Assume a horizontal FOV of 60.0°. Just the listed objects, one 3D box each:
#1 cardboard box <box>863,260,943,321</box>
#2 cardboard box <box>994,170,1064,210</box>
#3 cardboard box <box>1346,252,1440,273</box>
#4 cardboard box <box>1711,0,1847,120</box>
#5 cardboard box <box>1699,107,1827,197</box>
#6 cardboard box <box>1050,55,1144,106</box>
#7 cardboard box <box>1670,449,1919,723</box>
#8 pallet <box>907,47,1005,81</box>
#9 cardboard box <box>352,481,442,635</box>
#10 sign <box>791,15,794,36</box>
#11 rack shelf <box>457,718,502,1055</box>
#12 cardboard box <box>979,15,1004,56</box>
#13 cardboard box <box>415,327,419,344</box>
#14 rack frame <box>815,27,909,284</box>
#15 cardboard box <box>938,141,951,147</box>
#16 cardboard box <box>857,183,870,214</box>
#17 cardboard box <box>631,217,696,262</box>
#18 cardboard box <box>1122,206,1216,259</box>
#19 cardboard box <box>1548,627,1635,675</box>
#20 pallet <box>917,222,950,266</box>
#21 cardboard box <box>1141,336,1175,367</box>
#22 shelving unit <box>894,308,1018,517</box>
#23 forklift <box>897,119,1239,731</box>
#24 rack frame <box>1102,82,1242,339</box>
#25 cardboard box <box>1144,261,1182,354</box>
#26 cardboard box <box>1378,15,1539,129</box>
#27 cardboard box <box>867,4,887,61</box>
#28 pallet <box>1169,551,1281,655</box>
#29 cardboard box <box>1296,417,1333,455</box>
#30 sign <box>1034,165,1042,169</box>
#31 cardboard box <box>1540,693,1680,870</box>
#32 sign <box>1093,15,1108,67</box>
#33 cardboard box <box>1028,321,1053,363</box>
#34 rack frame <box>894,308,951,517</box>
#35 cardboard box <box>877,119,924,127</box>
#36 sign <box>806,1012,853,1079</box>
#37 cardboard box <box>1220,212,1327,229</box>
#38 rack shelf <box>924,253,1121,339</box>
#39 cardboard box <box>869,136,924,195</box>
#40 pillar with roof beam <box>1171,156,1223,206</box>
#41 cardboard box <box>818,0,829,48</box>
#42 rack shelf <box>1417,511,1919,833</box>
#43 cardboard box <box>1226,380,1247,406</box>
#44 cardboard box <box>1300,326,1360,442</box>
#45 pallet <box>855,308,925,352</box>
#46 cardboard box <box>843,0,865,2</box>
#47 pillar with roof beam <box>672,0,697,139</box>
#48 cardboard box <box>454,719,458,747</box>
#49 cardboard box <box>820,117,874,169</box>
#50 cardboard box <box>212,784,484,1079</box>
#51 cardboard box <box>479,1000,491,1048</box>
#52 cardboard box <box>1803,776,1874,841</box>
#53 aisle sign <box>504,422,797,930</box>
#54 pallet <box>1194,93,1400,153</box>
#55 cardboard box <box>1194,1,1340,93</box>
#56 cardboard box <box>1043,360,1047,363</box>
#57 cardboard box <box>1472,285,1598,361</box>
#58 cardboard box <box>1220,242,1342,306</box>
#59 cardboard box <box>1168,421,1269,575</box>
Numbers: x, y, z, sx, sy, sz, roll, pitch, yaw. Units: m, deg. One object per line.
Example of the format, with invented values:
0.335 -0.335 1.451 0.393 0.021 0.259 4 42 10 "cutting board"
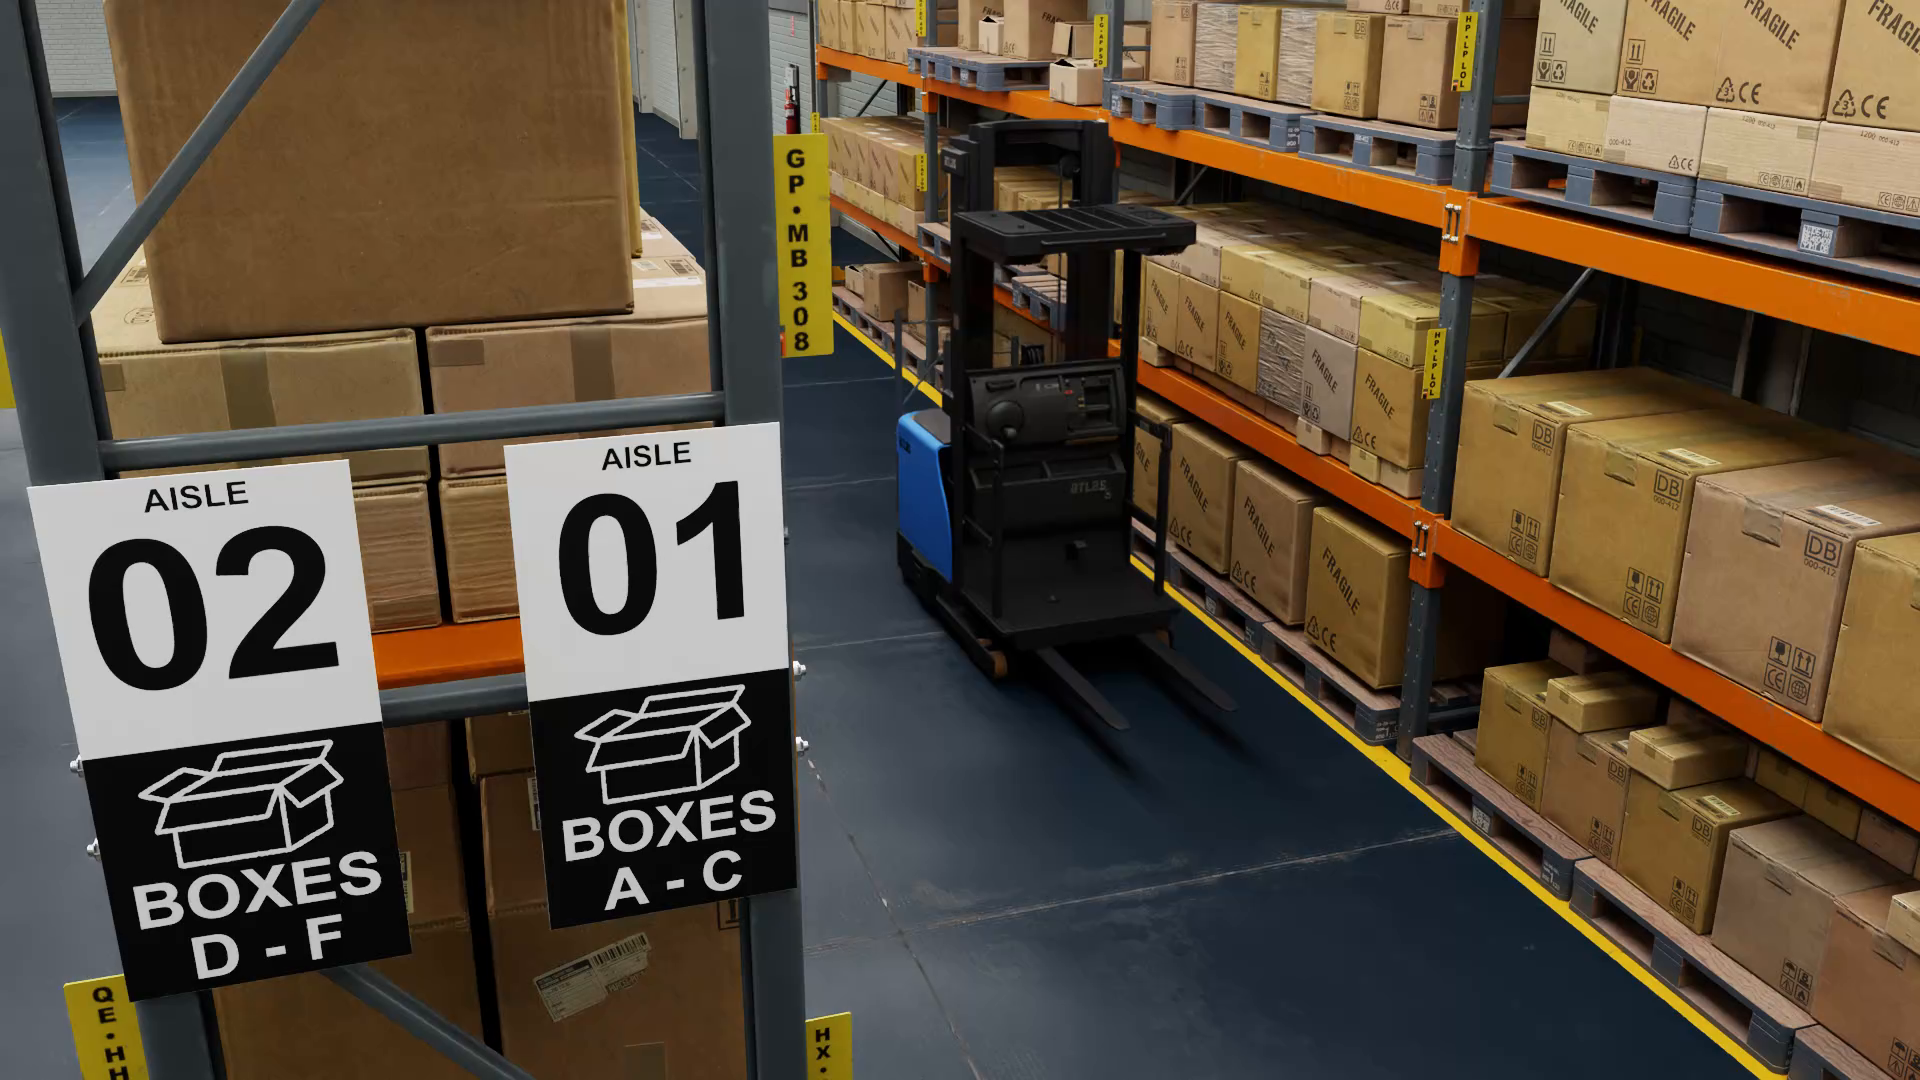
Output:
-0.587 -2.586 17.227 0.700 0.500 0.500 -8 21 -21 "cardboard box"
0.472 -2.835 14.072 0.700 0.500 0.500 -4 20 -12 "cardboard box"
2.460 -1.412 9.185 0.500 0.250 0.500 -7 21 -19 "cardboard box"
2.976 -1.718 5.669 0.500 0.500 0.500 -6 21 -17 "cardboard box"
2.972 -1.367 5.801 0.500 0.250 0.500 -7 21 -19 "cardboard box"
0.950 -3.225 11.624 0.500 0.311 0.500 -6 21 -17 "cardboard box"
3.308 0.142 6.141 0.980 0.700 0.700 -7 21 -20 "cardboard box"
0.269 -4.041 14.071 1.213 0.211 1.003 -6 21 -17 "pallet"
-1.166 -0.027 2.839 0.500 0.250 0.500 -6 21 -17 "cardboard box"
-2.575 -7.905 25.558 0.001 0.298 0.199 -6 21 -17 "sign"
-1.383 1.148 4.848 1.077 0.370 4.000 -6 21 -17 "rack shelf"
0.465 -4.113 13.504 0.500 0.311 0.500 -6 21 -15 "cardboard box"
-1.468 -0.584 3.651 0.500 0.250 0.500 -6 21 -17 "cardboard box"
-1.081 -4.211 18.703 1.000 3.000 0.127 -6 21 -17 "rack frame"
0.067 -3.559 15.970 0.500 0.500 0.500 -7 21 -18 "cardboard box"
-0.742 -3.468 16.826 0.500 0.250 0.500 -6 21 -17 "cardboard box"
-0.819 -0.479 3.358 0.500 0.250 0.500 -6 21 -17 "cardboard box"
1.340 -2.011 10.851 0.500 0.250 0.500 -6 21 -16 "cardboard box"
2.971 0.497 7.714 0.380 0.149 0.250 -7 21 -18 "cardboard box"
0.278 -2.576 14.436 1.003 0.211 1.213 -6 21 -17 "pallet"
1.391 -1.229 10.742 0.380 0.149 0.250 -6 21 -16 "cardboard box"
-0.039 -0.741 11.262 0.538 1.500 1.048 -7 21 -19 "shelving unit"
0.576 -0.756 9.187 1.130 2.935 3.031 -7 21 -19 "forklift"
1.433 -1.644 11.556 1.000 3.000 0.127 -6 21 -17 "rack frame"
1.499 -1.488 10.505 0.500 0.500 0.500 -6 21 -15 "cardboard box"
2.518 -2.320 8.202 0.700 0.500 0.500 -8 21 -20 "cardboard box"
-0.575 -4.869 15.920 0.500 0.500 0.500 -7 21 -19 "cardboard box"
1.989 0.320 10.212 1.003 0.211 1.213 -6 21 -17 "pallet"
2.036 -0.575 8.921 0.380 0.149 0.250 -6 21 -17 "cardboard box"
0.702 -3.532 15.101 0.100 0.325 0.005 -6 21 -17 "sign"
2.983 1.031 7.185 0.700 0.500 0.500 -7 21 -18 "cardboard box"
0.917 -3.242 10.803 0.100 0.325 0.005 -6 21 -17 "sign"
0.871 -1.607 13.391 0.500 0.250 0.500 -6 21 -17 "cardboard box"
-0.211 -0.903 11.712 0.500 1.500 0.032 -7 21 -19 "rack frame"
-0.583 -4.212 17.788 0.500 0.500 0.500 -6 21 -16 "cardboard box"
-0.239 0.986 2.954 0.100 0.325 0.005 -6 21 -17 "sign"
1.981 -1.909 10.566 0.500 0.250 0.500 -7 21 -19 "cardboard box"
0.804 -1.947 13.464 1.077 0.370 4.000 -6 21 -17 "rack shelf"
-0.577 -3.660 16.253 0.500 0.500 0.500 -7 21 -19 "cardboard box"
-2.241 -4.519 10.685 9.100 9.000 0.400 -6 21 -17 "pillar with roof beam"
-1.214 -5.545 17.803 0.500 0.500 0.500 -6 21 -16 "cardboard box"
3.319 0.620 6.317 1.077 0.370 4.000 -6 21 -17 "rack shelf"
1.809 -0.914 9.865 0.380 0.149 0.250 -6 21 -17 "cardboard box"
2.136 -0.841 8.702 0.500 0.500 0.500 -6 21 -17 "cardboard box"
-0.456 -2.219 17.282 1.003 0.211 1.213 -6 21 -17 "pallet"
-0.910 -5.671 16.673 0.500 0.500 0.500 -6 21 -16 "cardboard box"
-9.785 -12.221 32.128 9.100 9.000 0.400 -6 21 -17 "pillar with roof beam"
-1.791 0.638 5.056 0.500 0.500 0.500 -6 21 -17 "cardboard box"
-1.217 -4.318 18.083 0.500 0.500 0.500 -6 21 -17 "cardboard box"
-1.155 0.820 3.070 0.500 0.500 0.500 -7 21 -18 "cardboard box"
-1.153 1.289 3.242 0.500 0.500 0.500 -6 21 -16 "cardboard box"
3.462 0.995 6.326 0.380 0.149 0.250 -6 21 -17 "cardboard box"
-0.454 0.218 2.526 0.394 0.787 0.004 -6 21 -17 "aisle sign"
2.040 -2.407 9.523 1.003 0.211 1.213 -5 20 -15 "pallet"
1.856 -2.996 10.083 0.700 0.500 0.500 -8 21 -20 "cardboard box"
0.923 -1.234 13.462 0.700 0.500 0.500 -7 21 -17 "cardboard box"
2.793 -1.085 8.273 0.500 0.250 0.500 -6 21 -16 "cardboard box"
1.828 -1.525 9.497 0.500 0.250 0.500 -7 21 -18 "cardboard box"
1.809 -0.298 10.368 0.750 0.750 0.750 -6 21 -17 "cardboard box"
